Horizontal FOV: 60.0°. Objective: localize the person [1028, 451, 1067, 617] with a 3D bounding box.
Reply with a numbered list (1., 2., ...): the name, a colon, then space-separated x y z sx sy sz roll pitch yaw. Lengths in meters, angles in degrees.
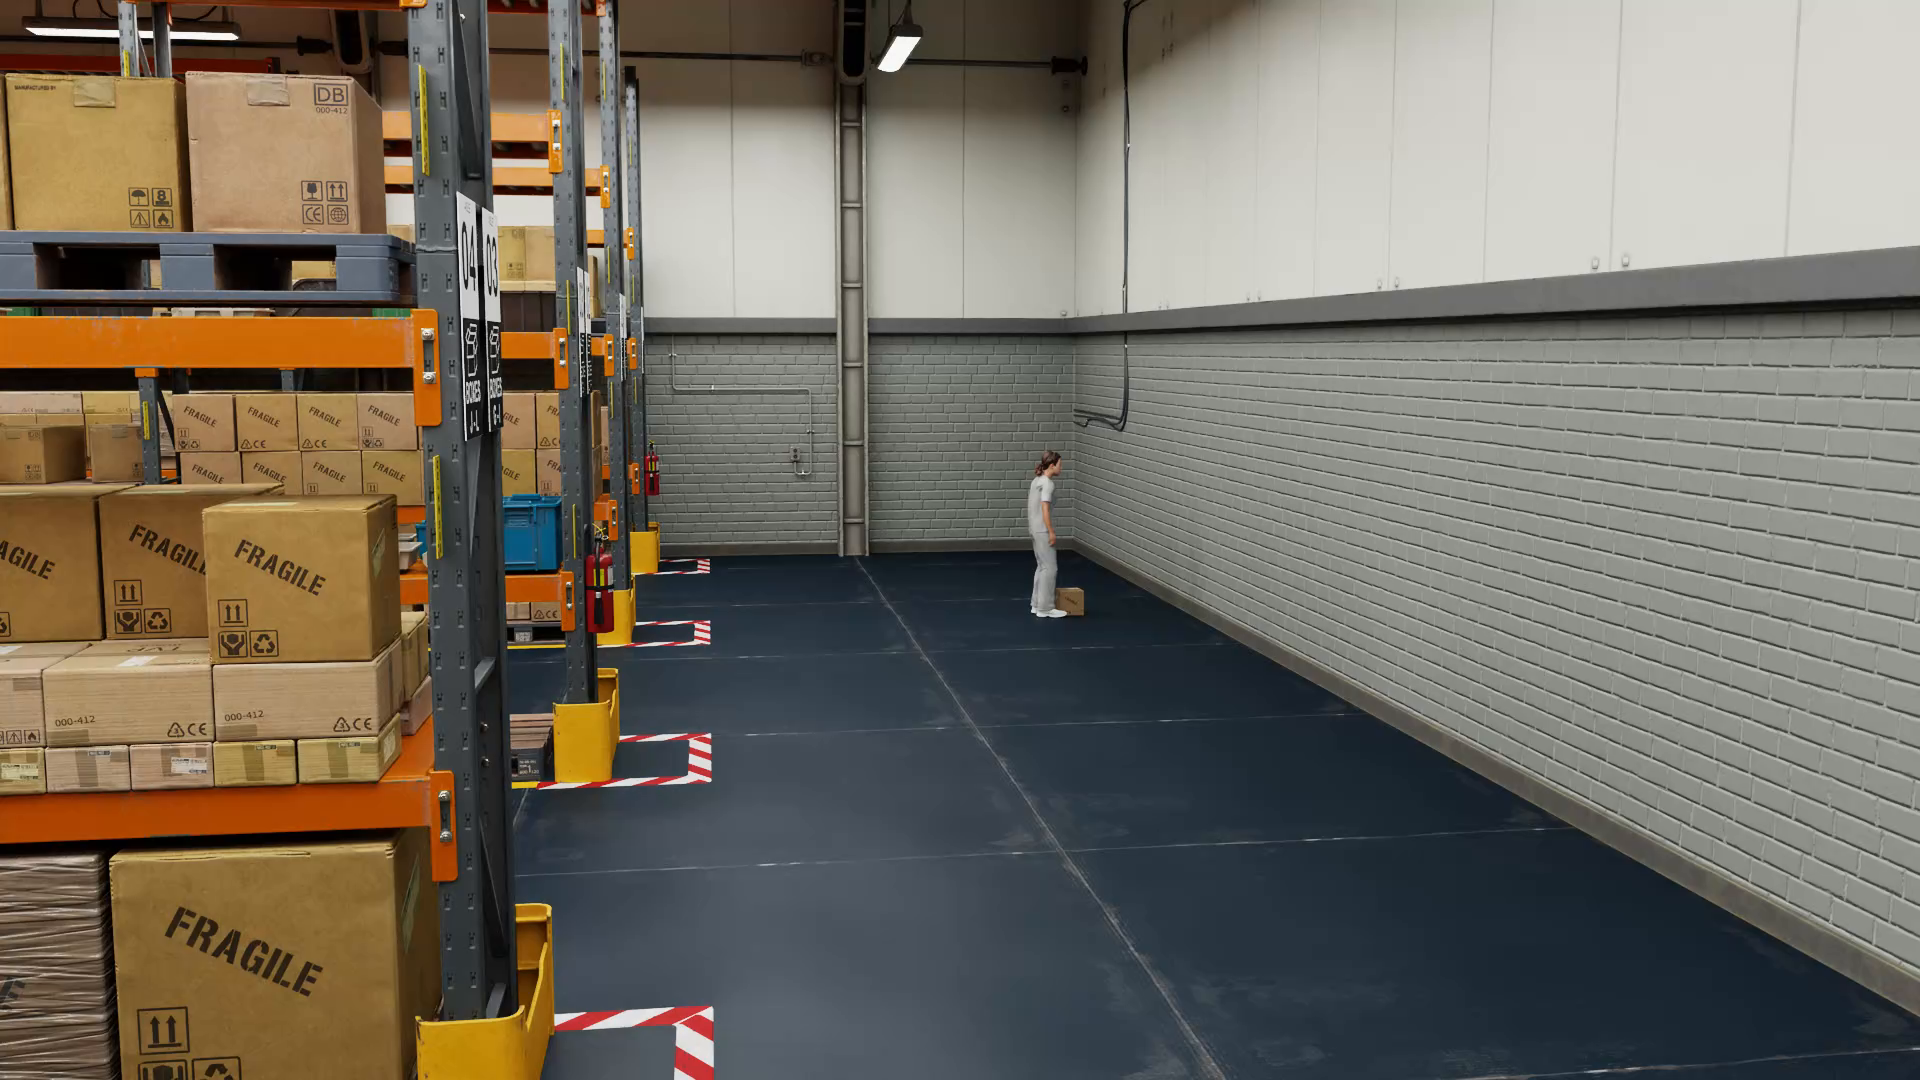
1. person: 0.874 -0.070 16.910 0.360 1.672 0.484 -1 7 -9
